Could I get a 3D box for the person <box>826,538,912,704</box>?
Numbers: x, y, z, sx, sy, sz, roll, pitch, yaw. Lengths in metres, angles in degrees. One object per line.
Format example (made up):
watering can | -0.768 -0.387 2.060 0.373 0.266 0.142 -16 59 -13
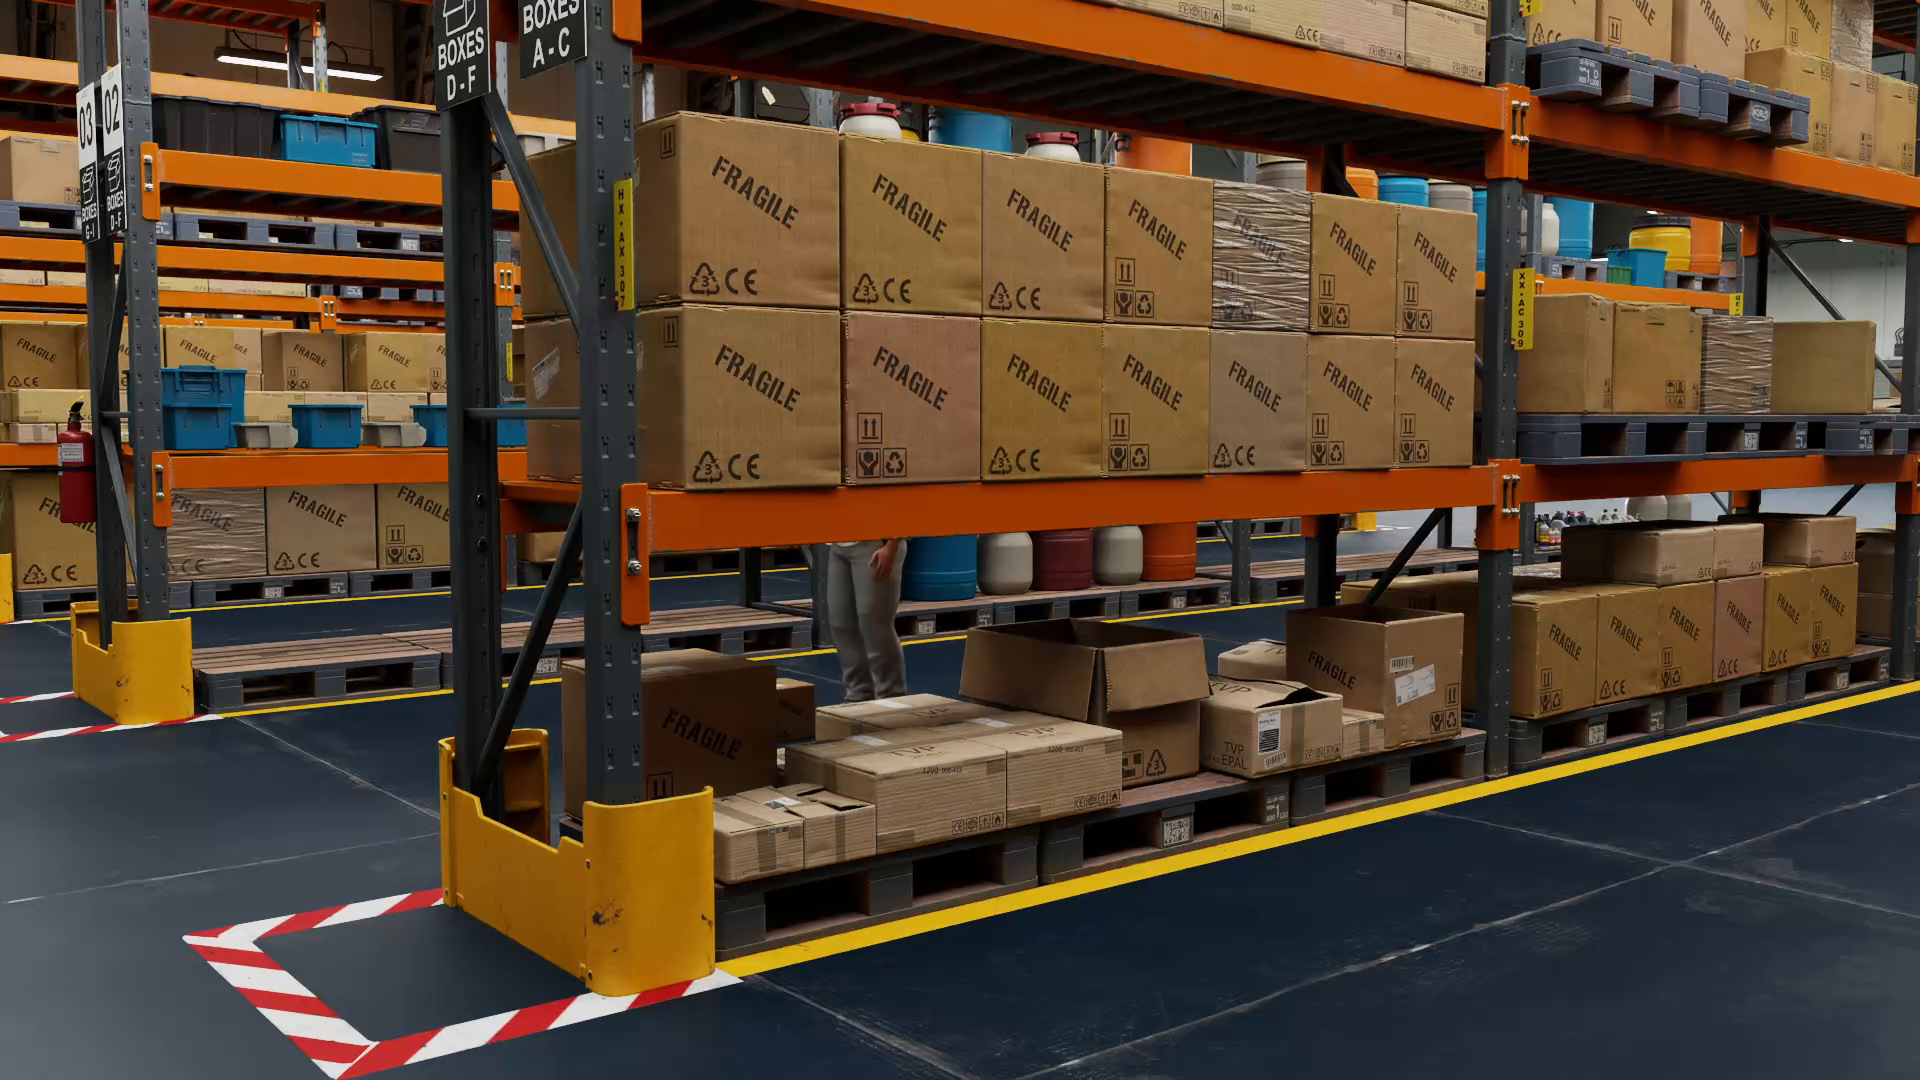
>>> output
person | -0.446 0.037 8.057 0.391 1.740 0.530 -3 5 -38
